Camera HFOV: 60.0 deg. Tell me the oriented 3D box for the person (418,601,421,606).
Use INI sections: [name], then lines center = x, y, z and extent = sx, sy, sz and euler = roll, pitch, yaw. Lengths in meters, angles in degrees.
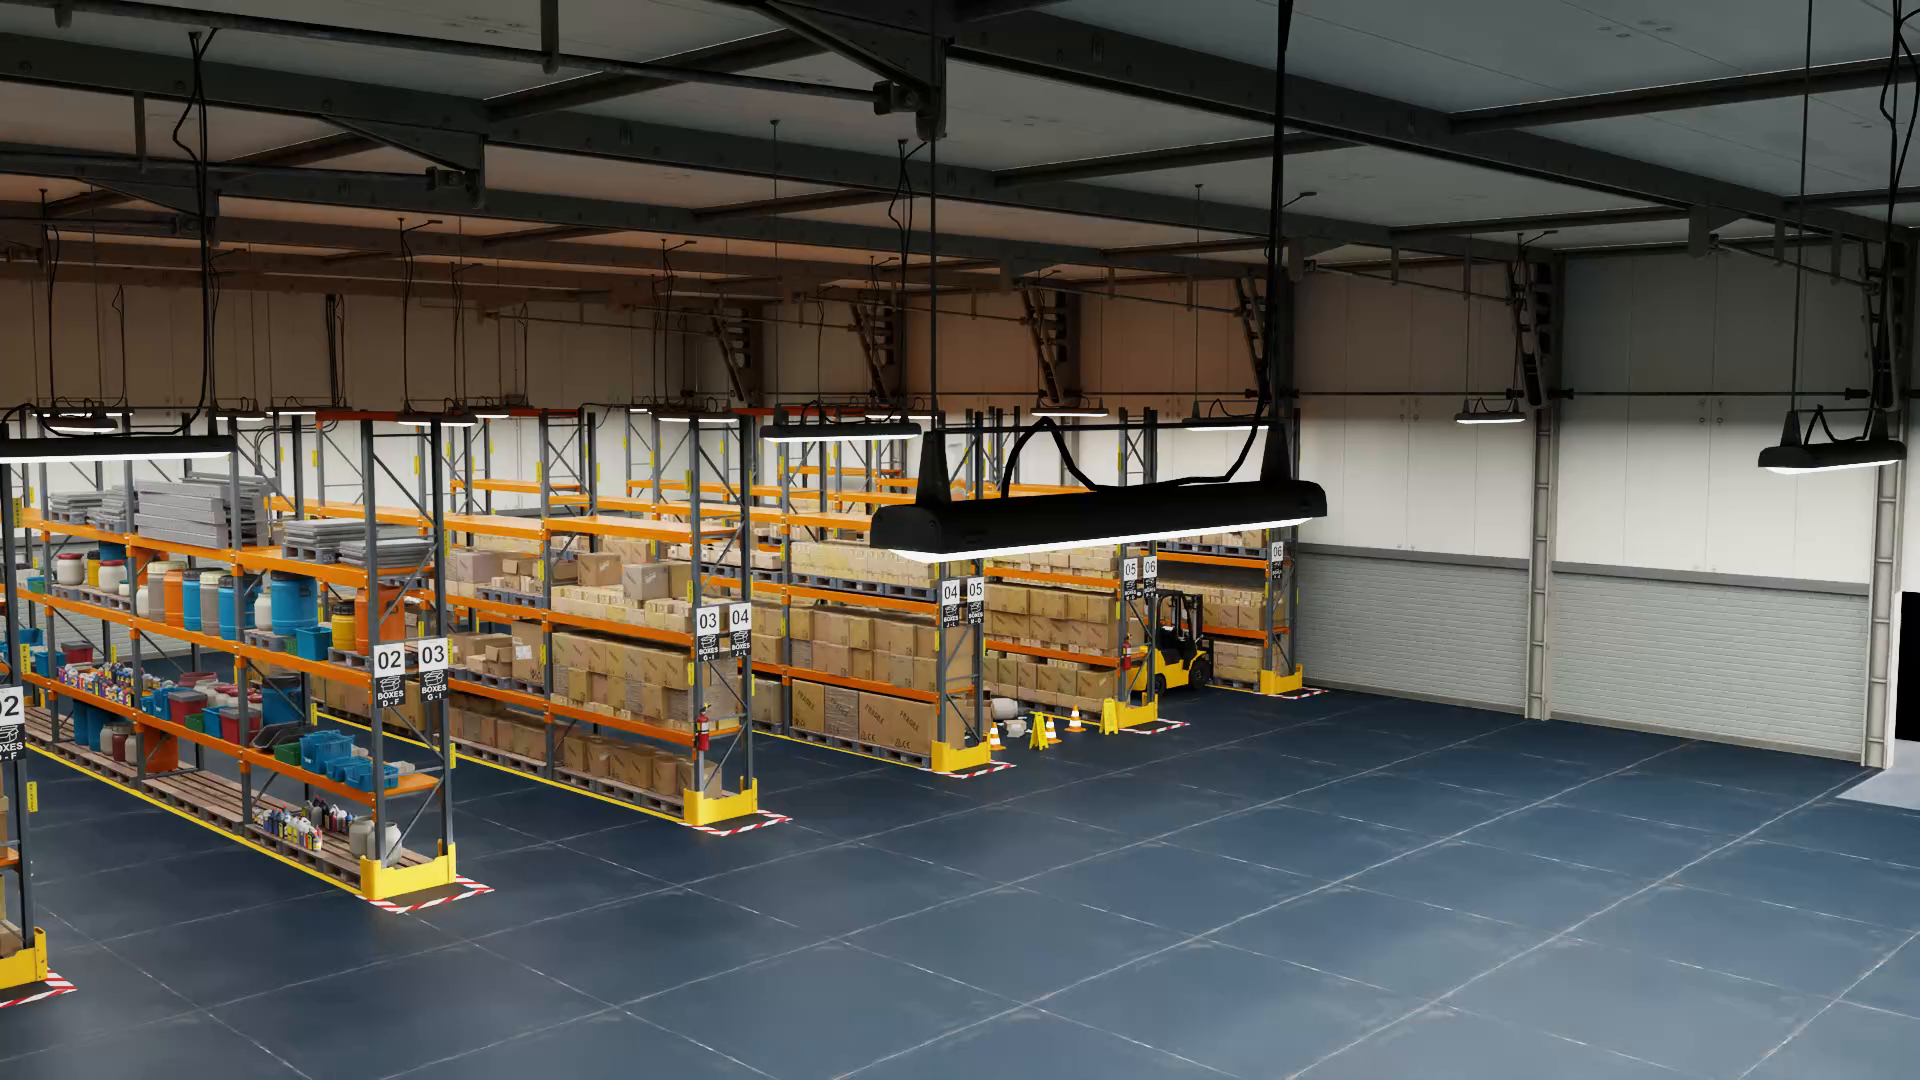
[person]
center = -12.092, 2.177, 37.378
extent = 0.683, 1.698, 0.536
euler = -3, 6, -32
